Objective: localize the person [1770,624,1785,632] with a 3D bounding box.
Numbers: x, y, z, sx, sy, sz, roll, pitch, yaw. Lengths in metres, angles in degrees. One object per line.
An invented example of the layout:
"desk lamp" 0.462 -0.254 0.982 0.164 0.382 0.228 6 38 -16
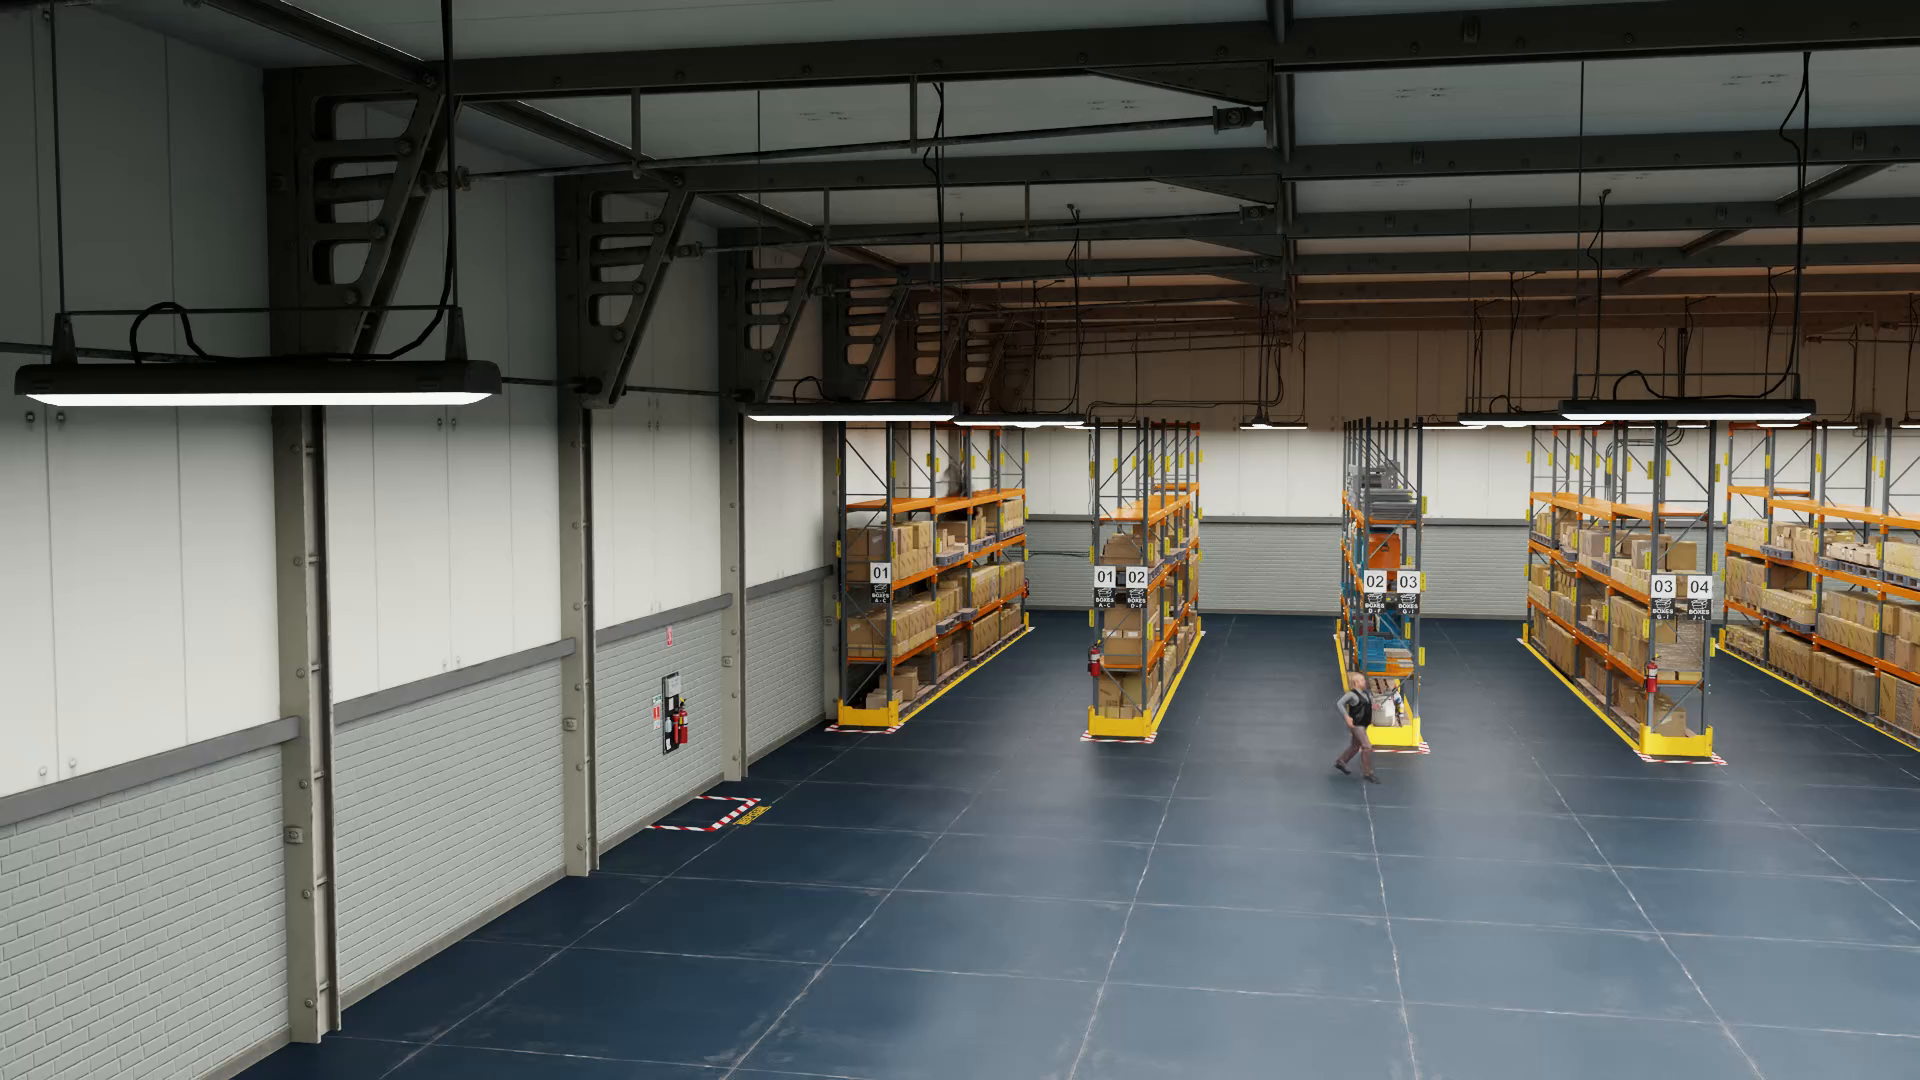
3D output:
"person" 21.838 1.948 44.852 0.775 1.718 0.866 -2 4 -31

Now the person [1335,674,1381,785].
"person" 6.537 3.079 27.270 0.871 1.754 0.641 3 5 36

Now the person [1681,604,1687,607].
"person" 18.931 1.966 44.181 0.748 1.780 0.932 4 5 44
